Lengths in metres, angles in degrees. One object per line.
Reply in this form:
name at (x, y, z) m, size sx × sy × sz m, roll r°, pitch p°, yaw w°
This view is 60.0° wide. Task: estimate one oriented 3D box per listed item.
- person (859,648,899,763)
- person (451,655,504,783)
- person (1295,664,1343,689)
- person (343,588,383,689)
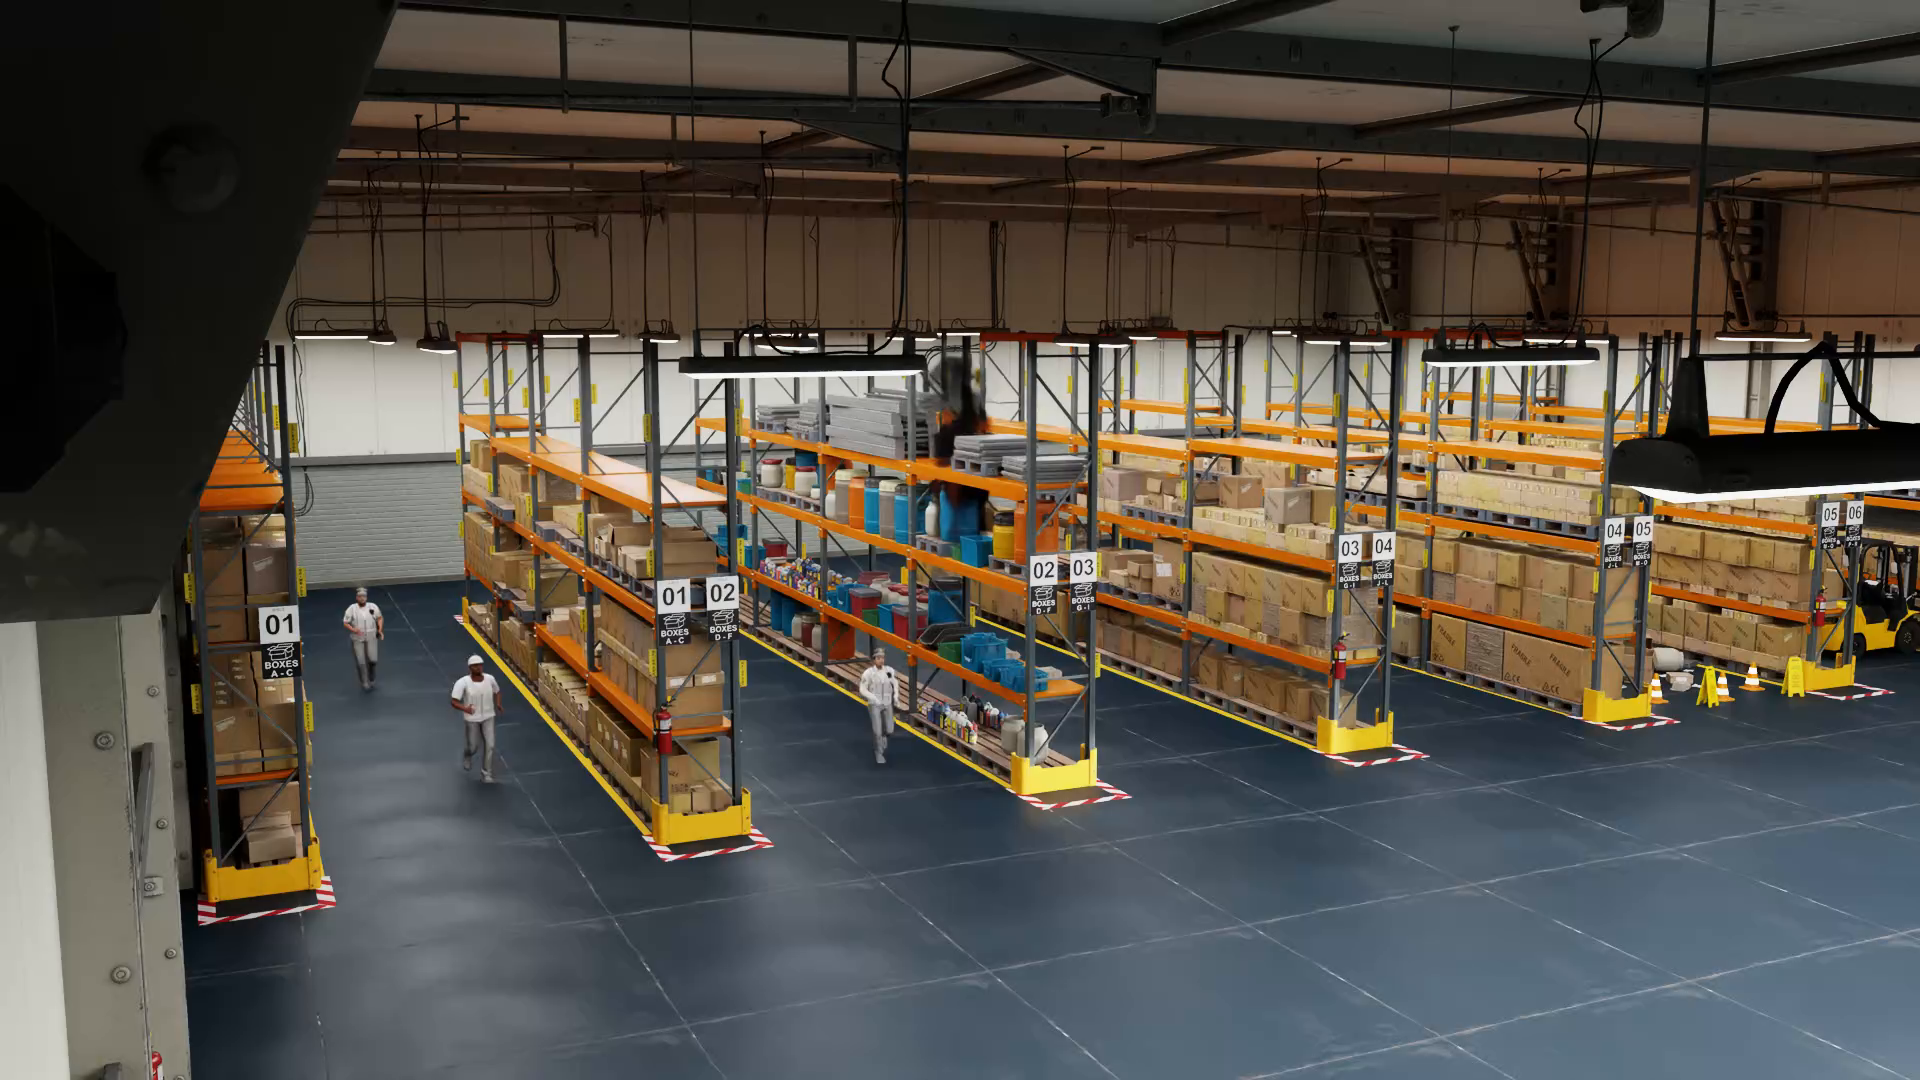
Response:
person at (-1.125, 2.344, 23.638) m, size 0.612 × 1.658 × 0.548 m, roll -3°, pitch 8°, yaw -18°
person at (-6.568, 2.426, 22.699) m, size 0.714 × 1.733 × 0.791 m, roll -5°, pitch 9°, yaw -33°
person at (6.226, 1.710, 28.656) m, size 0.978 × 1.627 × 0.654 m, roll 7°, pitch 10°, yaw 42°
person at (-10.110, 1.673, 28.260) m, size 0.658 × 1.738 × 0.558 m, roll -4°, pitch 9°, yaw -26°
